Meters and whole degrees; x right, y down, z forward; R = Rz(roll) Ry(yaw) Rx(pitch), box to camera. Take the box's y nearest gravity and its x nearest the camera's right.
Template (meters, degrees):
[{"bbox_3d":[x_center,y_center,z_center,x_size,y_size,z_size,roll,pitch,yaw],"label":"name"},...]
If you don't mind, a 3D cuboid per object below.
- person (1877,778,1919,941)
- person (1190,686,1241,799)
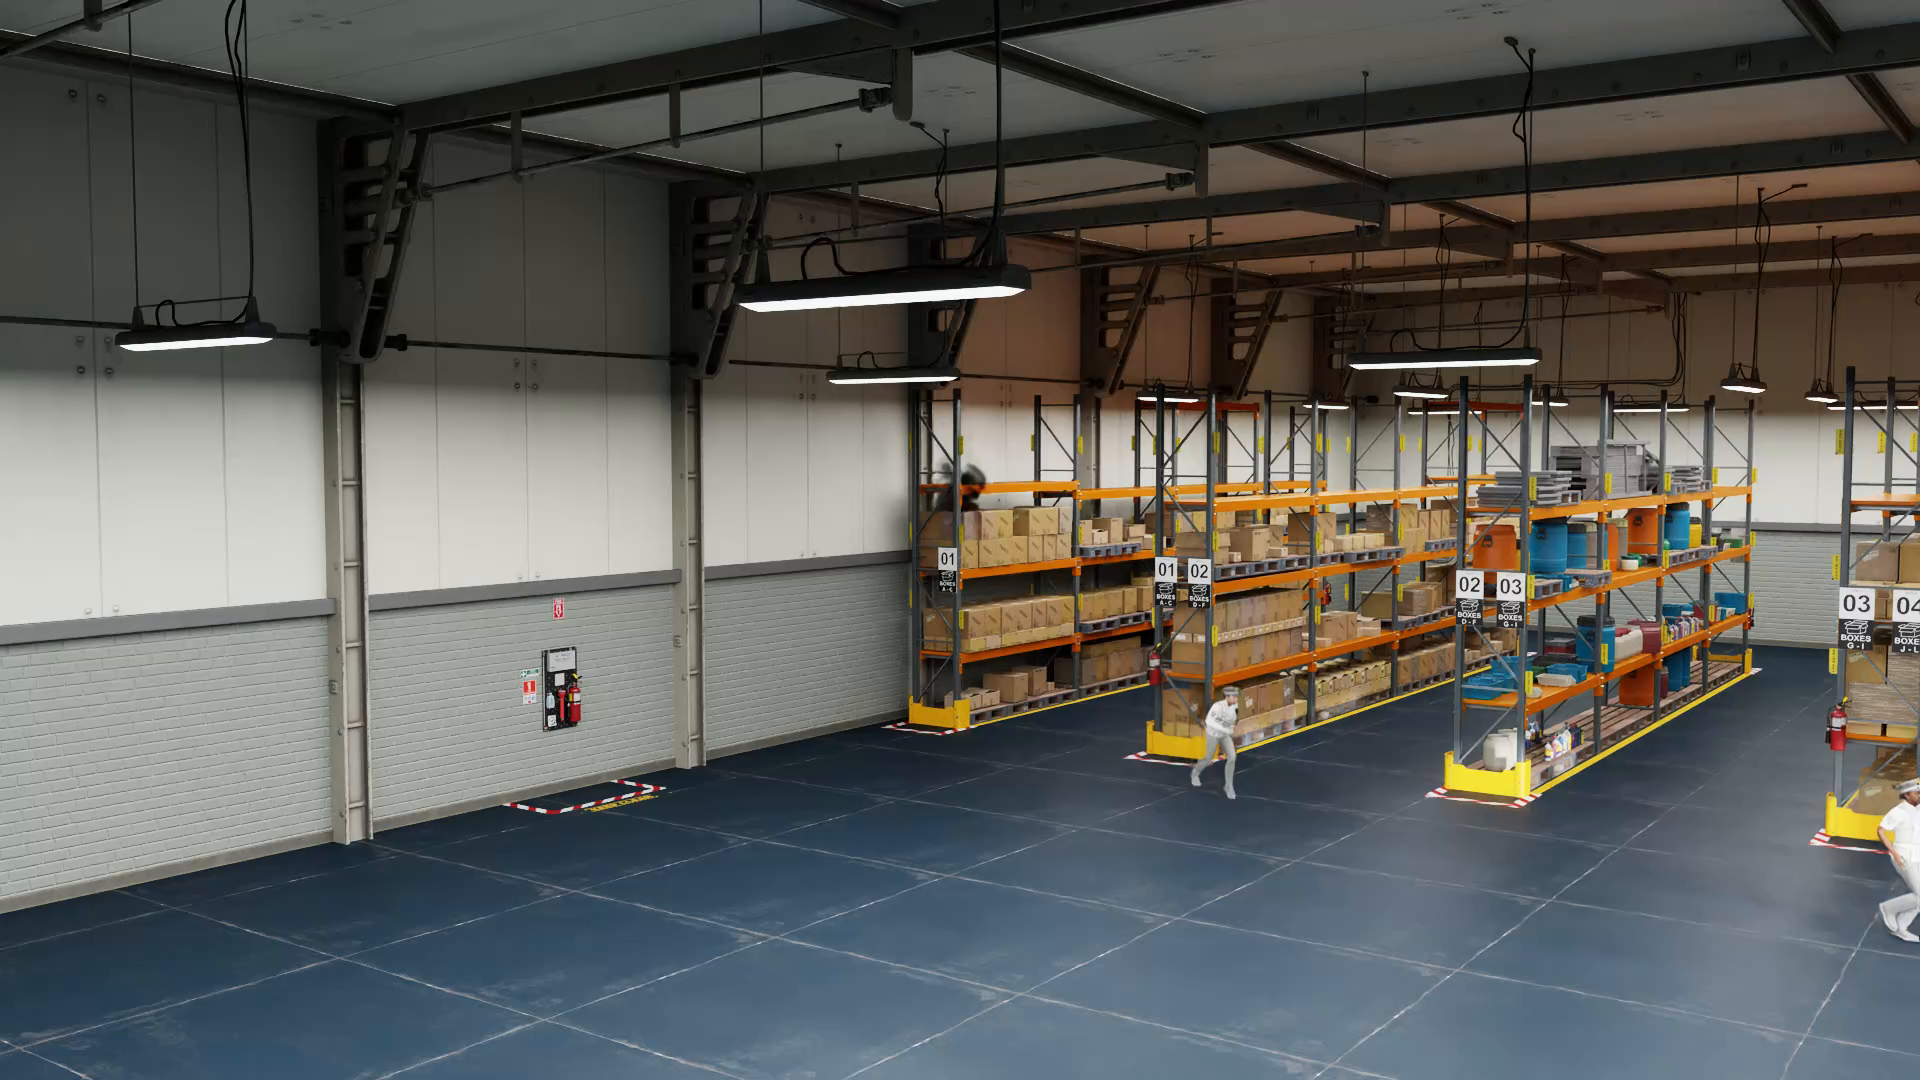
[{"bbox_3d":[9.609,3.222,16.731,0.567,1.653,0.549,-2,4,-31],"label":"person"},{"bbox_3d":[3.673,2.869,23.926,0.656,1.623,0.963,-2,4,-35],"label":"person"}]
